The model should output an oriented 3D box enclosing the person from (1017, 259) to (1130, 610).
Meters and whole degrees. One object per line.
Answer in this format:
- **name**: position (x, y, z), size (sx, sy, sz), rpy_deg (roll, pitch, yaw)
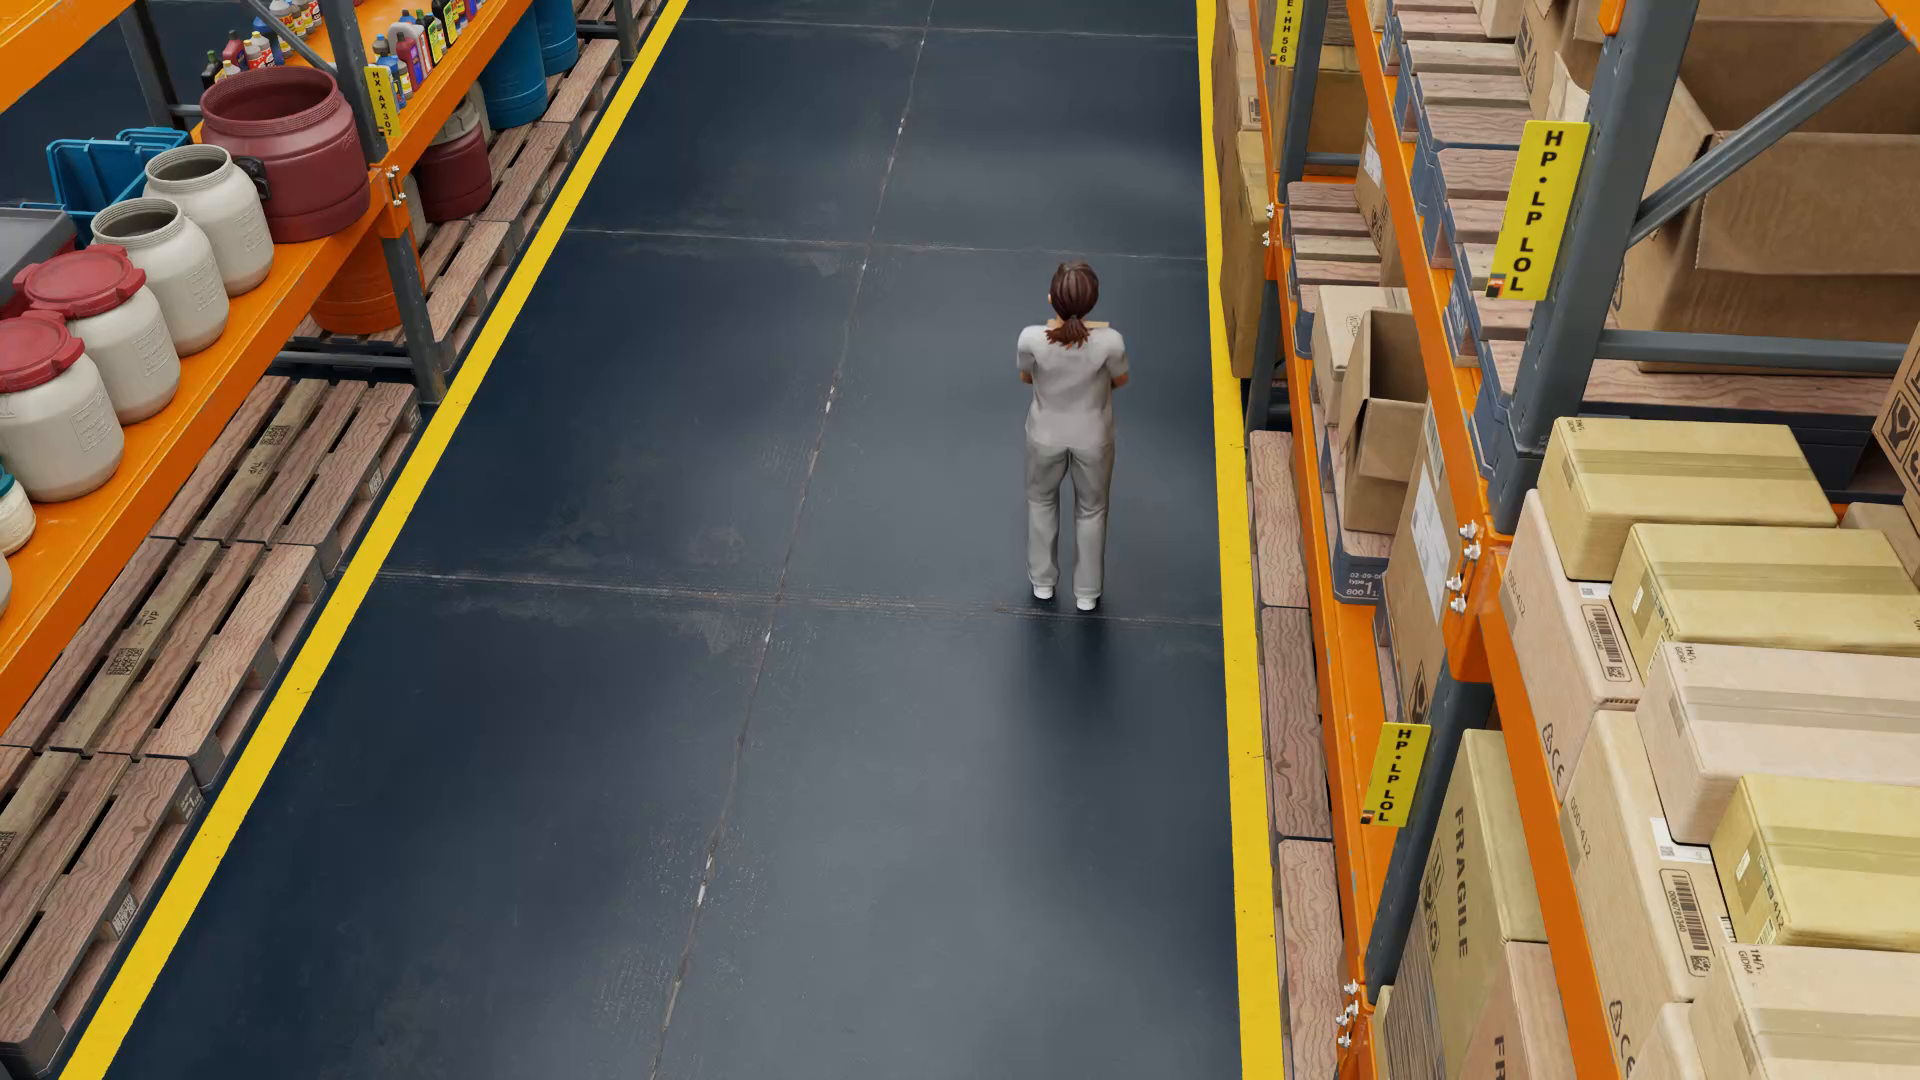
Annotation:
- **person**: position (0.443, -0.449, 6.699), size (0.436, 1.663, 0.553), rpy_deg (4, 40, 5)
